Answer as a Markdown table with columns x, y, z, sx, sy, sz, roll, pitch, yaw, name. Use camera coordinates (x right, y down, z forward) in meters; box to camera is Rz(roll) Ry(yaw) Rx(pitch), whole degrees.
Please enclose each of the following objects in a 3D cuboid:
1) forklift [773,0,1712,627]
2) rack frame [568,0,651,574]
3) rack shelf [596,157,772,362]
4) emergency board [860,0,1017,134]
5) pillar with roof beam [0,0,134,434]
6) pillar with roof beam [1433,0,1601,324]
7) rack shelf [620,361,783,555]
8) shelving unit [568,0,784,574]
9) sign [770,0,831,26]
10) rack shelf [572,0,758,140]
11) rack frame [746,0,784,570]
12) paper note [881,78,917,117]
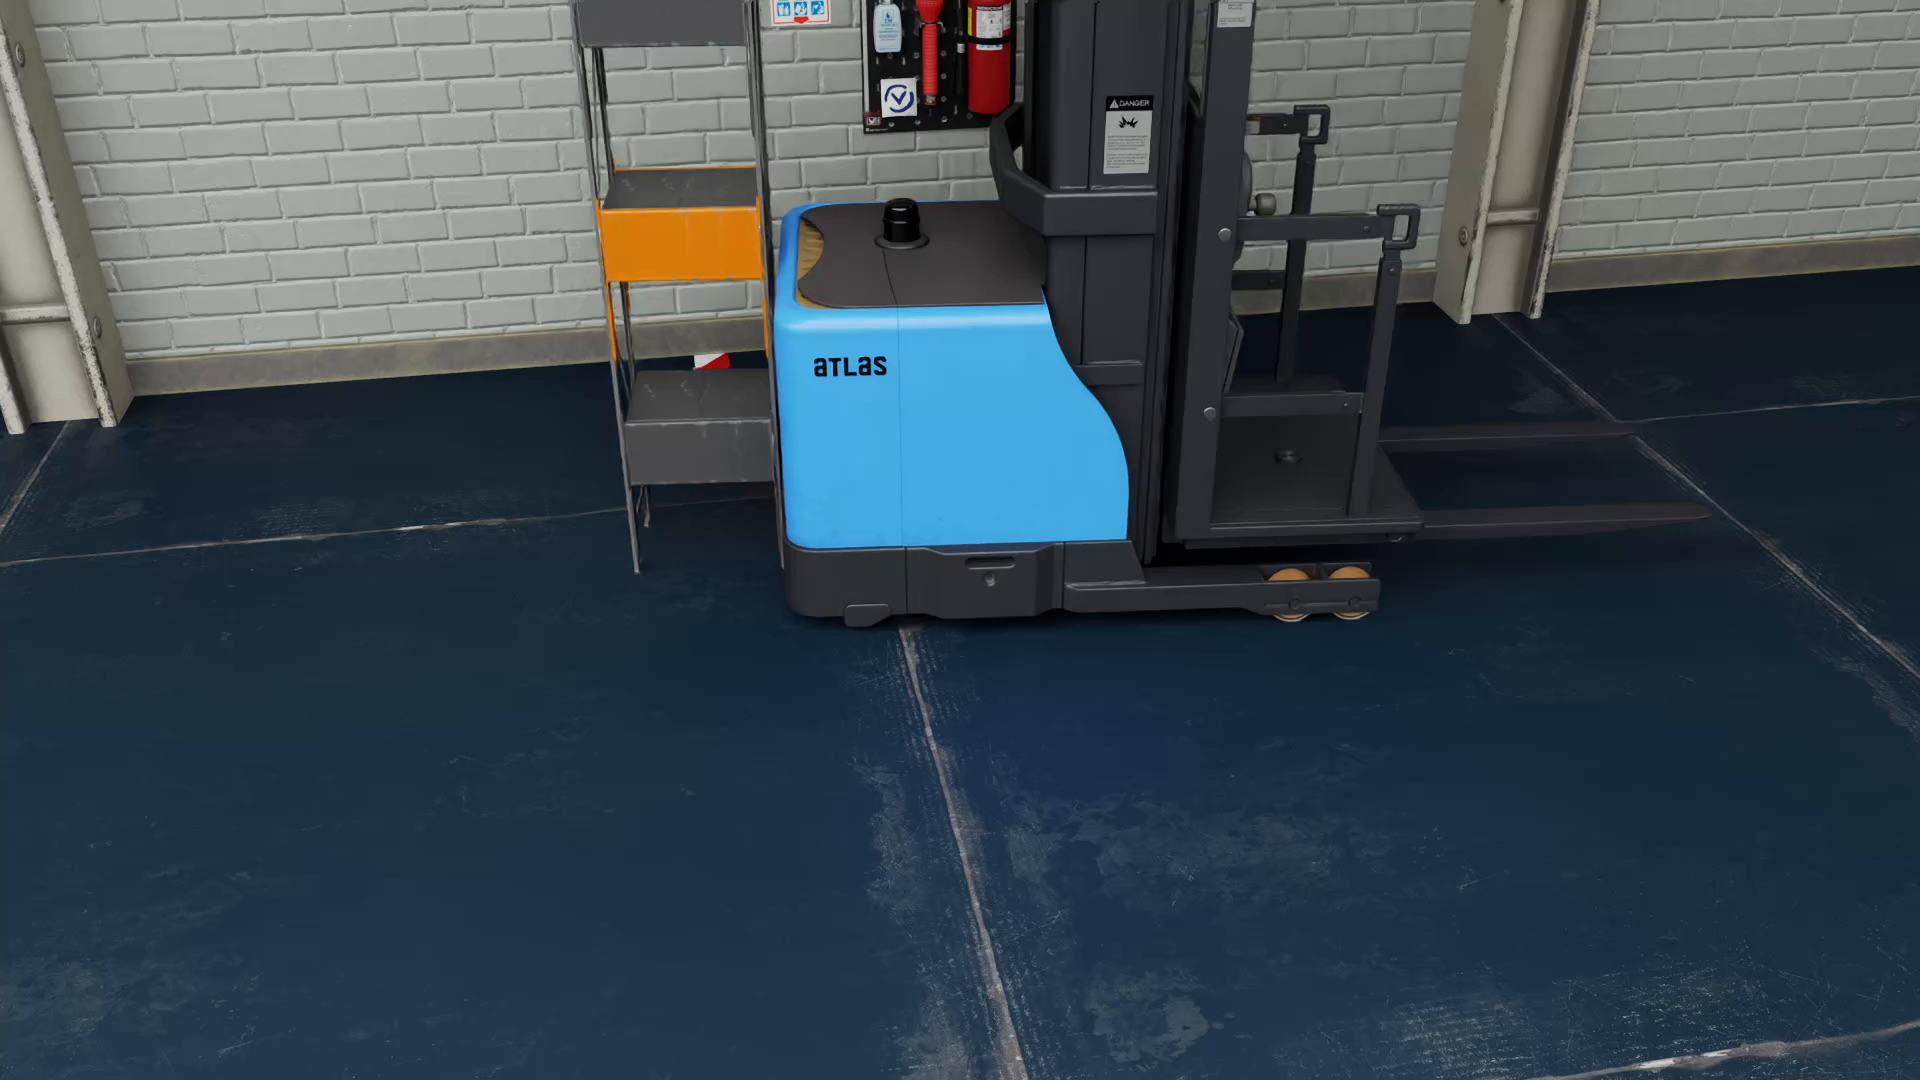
| x | y | z | sx | sy | sz | roll | pitch | yaw | name |
| --- | --- | --- | --- | --- | --- | --- | --- | --- | --- |
| 0.935 | -1.270 | 5.018 | 3.031 | 2.935 | 1.130 | -2 | 31 | -3 | forklift |
| -1.091 | -0.891 | 5.195 | 0.015 | 2.100 | 0.400 | -2 | 31 | -3 | rack frame |
| -0.847 | -0.888 | 5.215 | 0.480 | 0.518 | 0.431 | -2 | 31 | -3 | rack shelf |
| -0.058 | -2.139 | 6.429 | 0.643 | 1.169 | 0.194 | -5 | 31 | -9 | emergency board |
| -2.747 | -2.238 | 0.678 | 0.400 | 9.000 | 9.100 | -5 | 31 | -9 | pillar with roof beam |
| 3.155 | -2.786 | 1.609 | 0.400 | 9.000 | 9.100 | -5 | 31 | -9 | pillar with roof beam |
| -0.847 | -0.284 | 5.570 | 0.480 | 0.518 | 0.431 | -2 | 31 | -3 | rack shelf |
| -0.847 | -0.899 | 5.208 | 0.503 | 2.100 | 0.431 | -2 | 31 | -3 | shelving unit |
| -0.620 | -2.156 | 6.422 | 0.234 | 0.329 | 0.001 | -5 | 31 | -9 | sign |
| -0.847 | -1.491 | 4.860 | 0.480 | 0.518 | 0.431 | -2 | 31 | -3 | rack shelf |
| -0.604 | -0.907 | 5.221 | 0.015 | 2.100 | 0.400 | -2 | 31 | -3 | rack frame |
| -0.245 | -1.778 | 6.683 | 0.142 | 0.148 | 0.016 | -5 | 31 | -9 | paper note |
